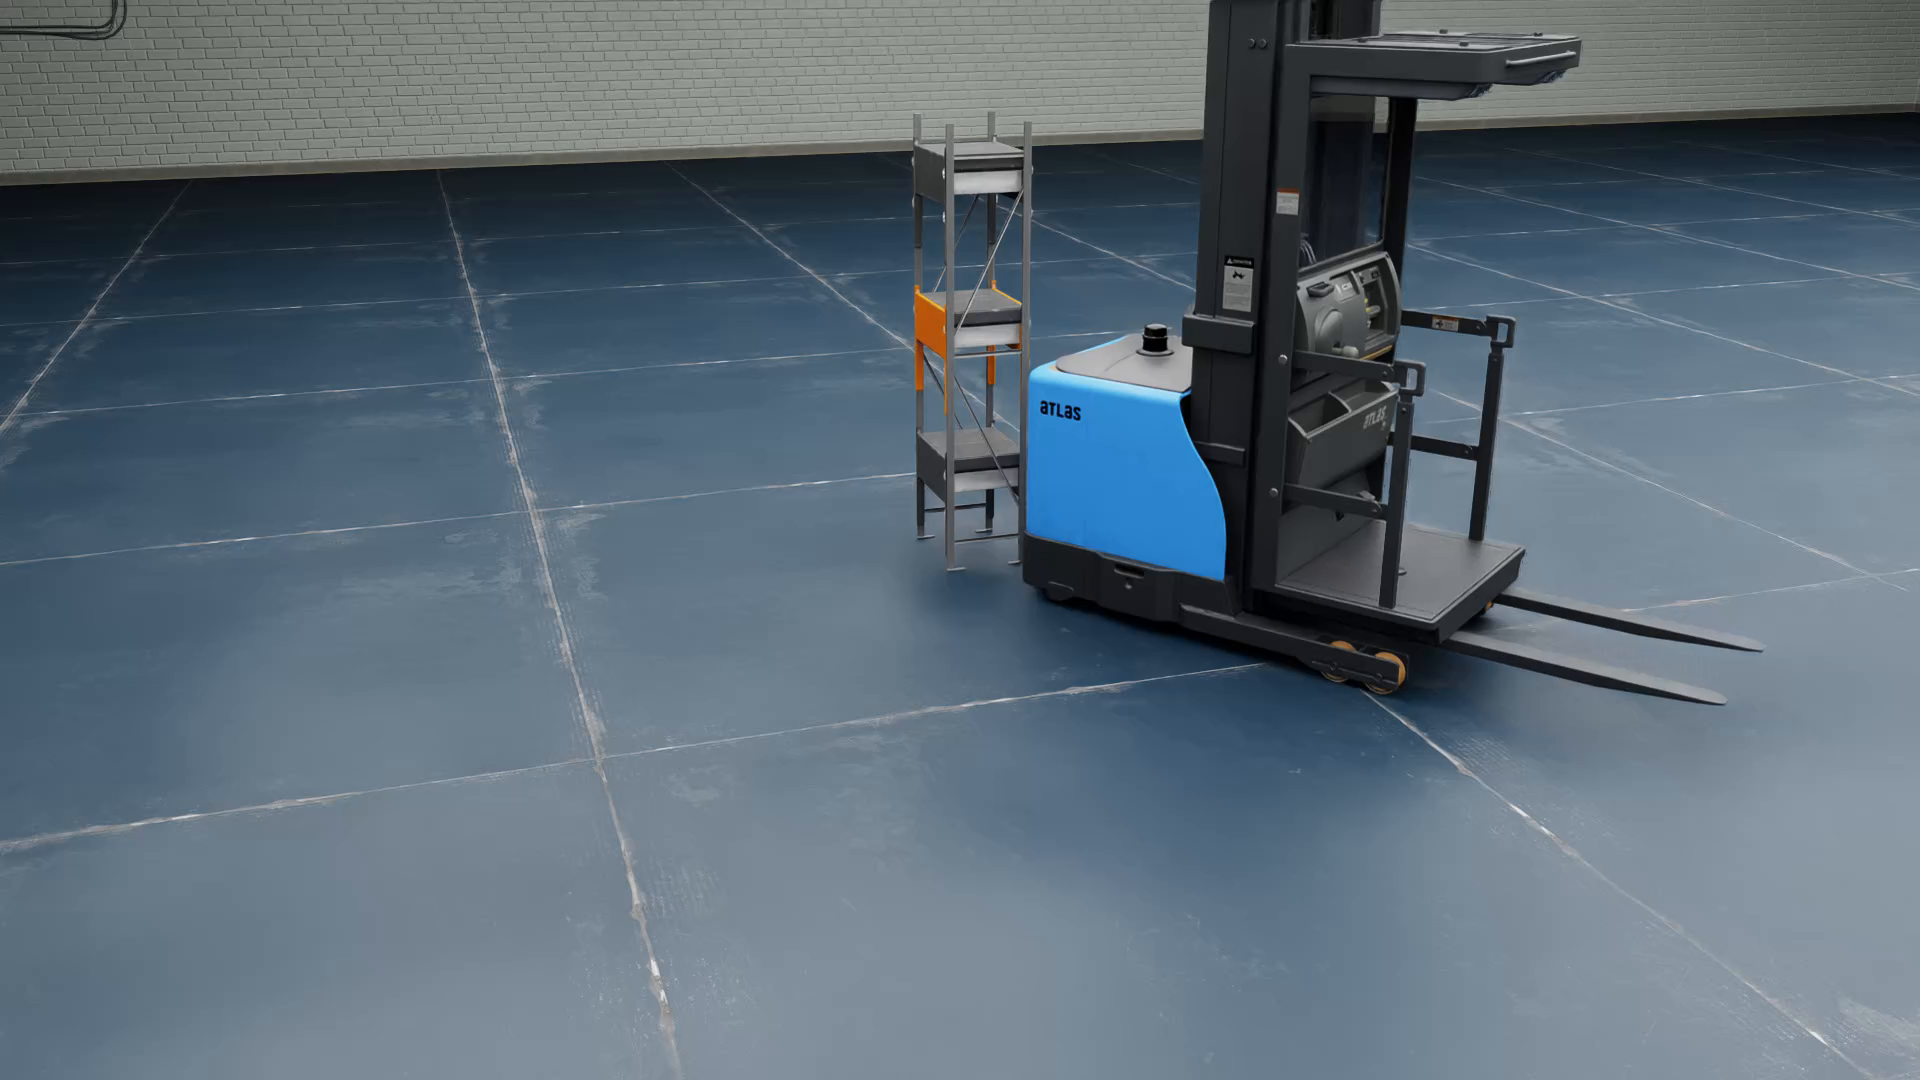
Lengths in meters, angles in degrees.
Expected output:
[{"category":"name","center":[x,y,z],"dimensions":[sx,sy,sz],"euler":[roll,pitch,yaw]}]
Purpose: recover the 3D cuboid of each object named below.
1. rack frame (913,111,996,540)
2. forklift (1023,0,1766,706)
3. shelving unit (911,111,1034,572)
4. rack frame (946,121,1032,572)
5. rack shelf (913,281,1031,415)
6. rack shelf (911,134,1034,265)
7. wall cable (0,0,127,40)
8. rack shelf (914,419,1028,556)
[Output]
[{"category":"rack frame","center":[-0.025,-1.013,8.132],"dimensions":[0.400,2.100,0.015],"euler":[-6,21,-17]},{"category":"forklift","center":[1.777,-0.962,6.759],"dimensions":[3.031,2.935,1.130],"euler":[14,24,34]},{"category":"shelving unit","center":[0.052,-0.935,7.914],"dimensions":[0.431,2.100,0.503],"euler":[-6,21,-17]},{"category":"rack frame","center":[0.129,-0.857,7.696],"dimensions":[0.400,2.100,0.015],"euler":[-6,21,-17]},{"category":"rack shelf","center":[0.052,-0.922,7.918],"dimensions":[0.431,0.518,0.480],"euler":[-6,21,-17]},{"category":"rack shelf","center":[0.052,-1.581,7.682],"dimensions":[0.431,0.518,0.480],"euler":[-6,21,-17]},{"category":"wall cable","center":[-11.722,-7.193,19.724],"dimensions":[3.097,2.526,0.112],"euler":[-6,21,-17]},{"category":"rack shelf","center":[0.052,-0.263,8.155],"dimensions":[0.431,0.518,0.480],"euler":[-6,21,-17]}]
